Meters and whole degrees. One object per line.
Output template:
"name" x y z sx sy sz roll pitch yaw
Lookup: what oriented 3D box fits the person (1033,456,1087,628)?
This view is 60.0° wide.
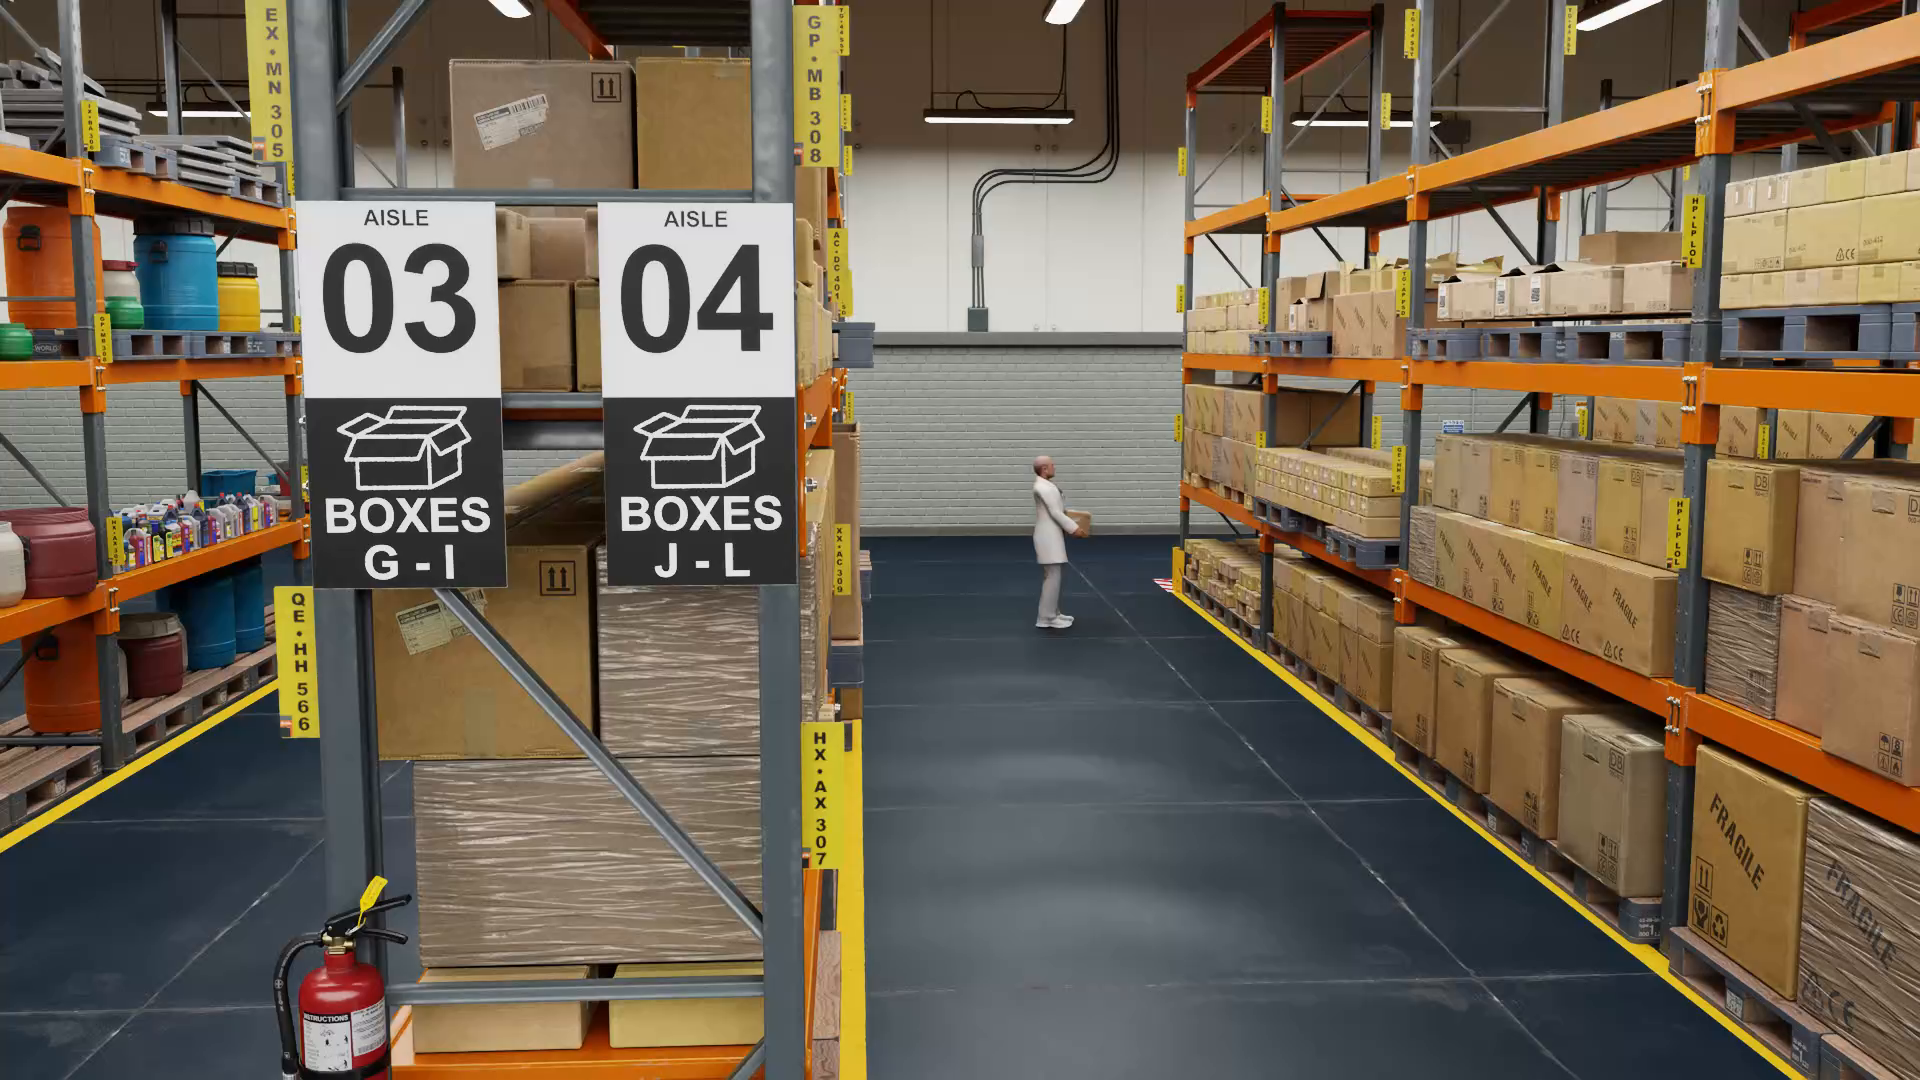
"person" 1.024 0.009 17.248 0.553 1.772 0.529 0 7 -3
